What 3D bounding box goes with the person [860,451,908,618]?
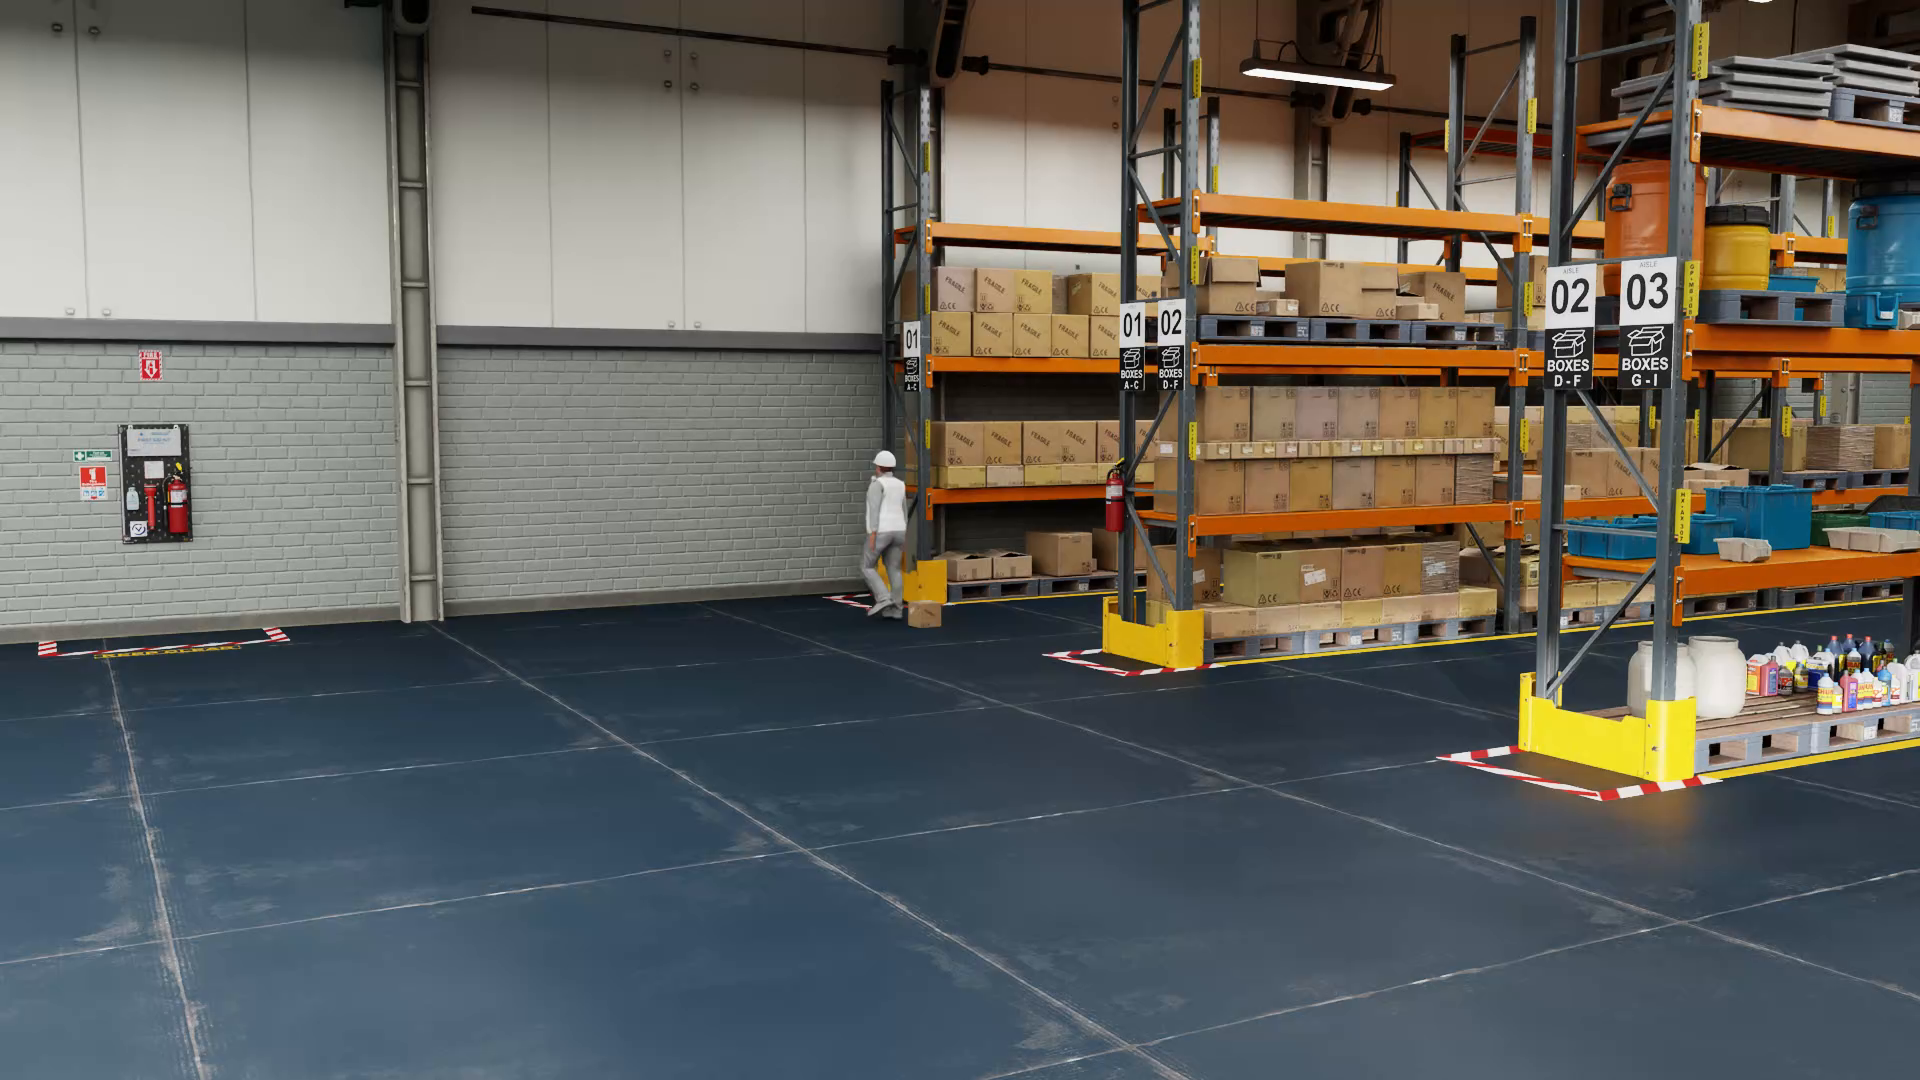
[{"bbox_3d":[-0.771,-0.063,17.610,0.560,1.760,0.488,-4,7,-42],"label":"person"}]
